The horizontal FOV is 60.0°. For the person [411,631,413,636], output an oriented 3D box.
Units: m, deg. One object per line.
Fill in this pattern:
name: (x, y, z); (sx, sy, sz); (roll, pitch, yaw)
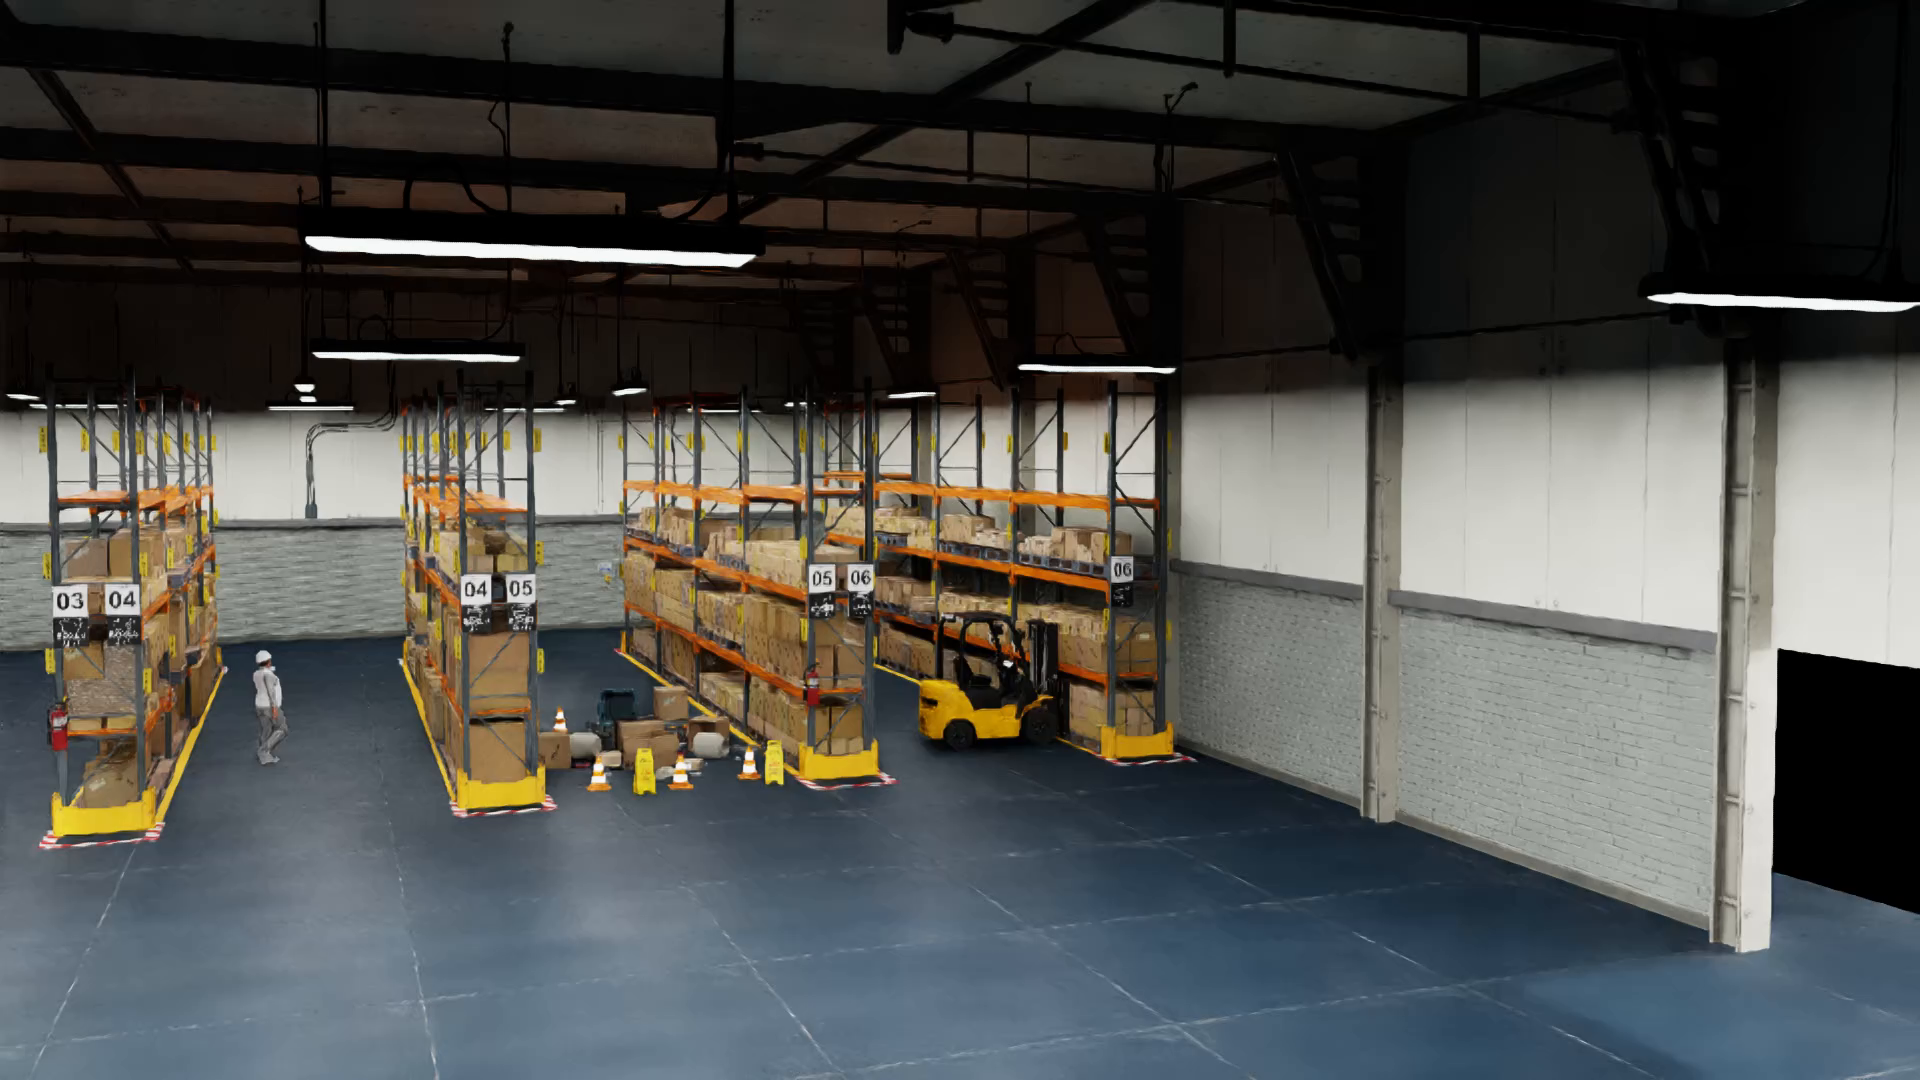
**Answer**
person: (-13.133, 1.794, 40.406); (0.616, 1.721, 0.973); (0, 3, 1)

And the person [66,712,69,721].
person: (-16.124, 2.376, 30.043); (0.574, 1.708, 0.625); (1, 3, 9)

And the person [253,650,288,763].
person: (-10.792, 2.601, 25.909); (0.569, 1.770, 0.446); (3, 4, 42)
